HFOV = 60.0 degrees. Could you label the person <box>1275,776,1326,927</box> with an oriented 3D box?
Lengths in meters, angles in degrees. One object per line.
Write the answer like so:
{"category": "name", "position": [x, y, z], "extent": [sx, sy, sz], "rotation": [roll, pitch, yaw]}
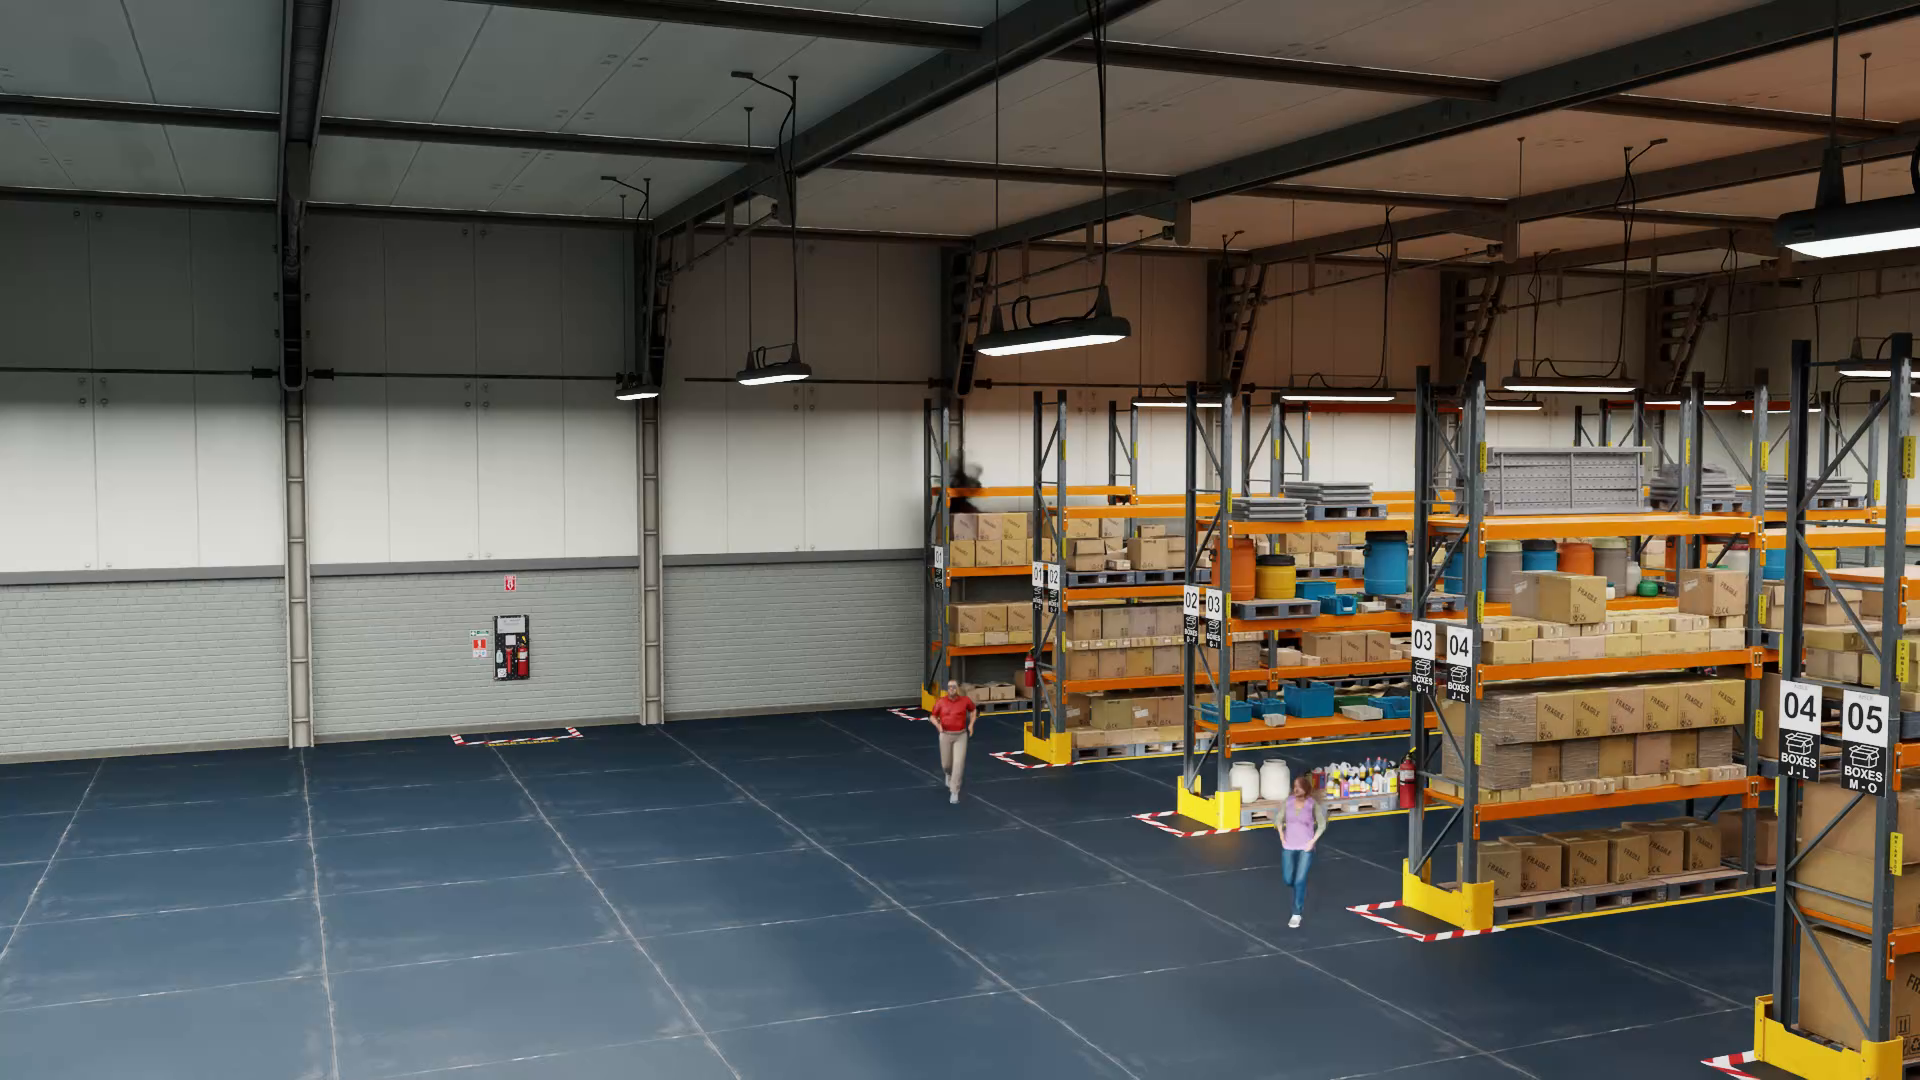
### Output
{"category": "person", "position": [3.668, 3.332, 17.965], "extent": [0.548, 1.580, 0.644], "rotation": [2, 4, 26]}

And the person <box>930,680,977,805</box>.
{"category": "person", "position": [-0.095, 2.894, 24.161], "extent": [0.675, 1.734, 0.957], "rotation": [0, 3, 3]}
